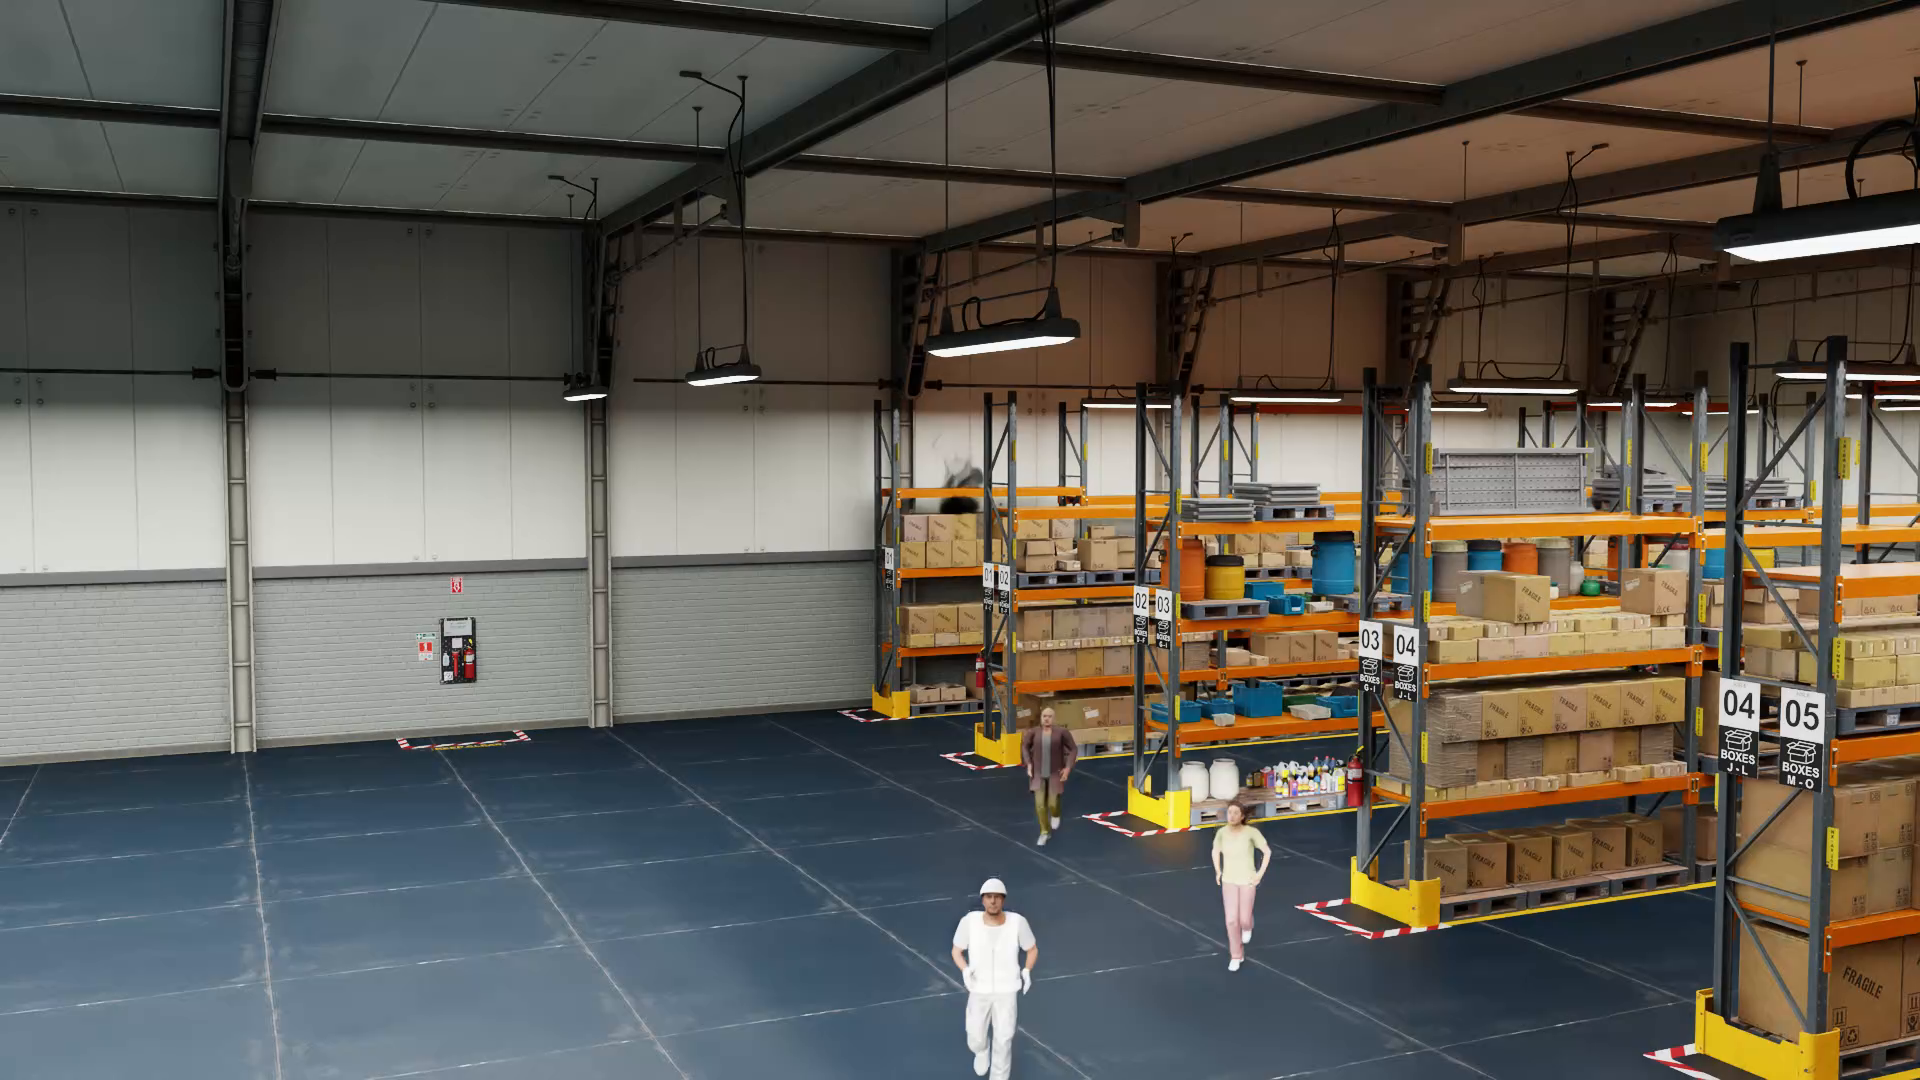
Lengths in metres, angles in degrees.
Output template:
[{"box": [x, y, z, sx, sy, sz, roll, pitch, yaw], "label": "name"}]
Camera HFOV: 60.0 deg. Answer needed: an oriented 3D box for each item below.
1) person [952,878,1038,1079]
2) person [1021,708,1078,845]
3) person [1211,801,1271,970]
[{"box": [0.274, 3.531, 13.120, 0.686, 1.737, 0.697, 0, 3, 3], "label": "person"}, {"box": [1.158, 3.044, 21.669, 0.746, 1.746, 0.721, 1, 3, 12], "label": "person"}, {"box": [2.799, 3.393, 16.544, 0.588, 1.656, 0.618, 1, 4, 23], "label": "person"}]
